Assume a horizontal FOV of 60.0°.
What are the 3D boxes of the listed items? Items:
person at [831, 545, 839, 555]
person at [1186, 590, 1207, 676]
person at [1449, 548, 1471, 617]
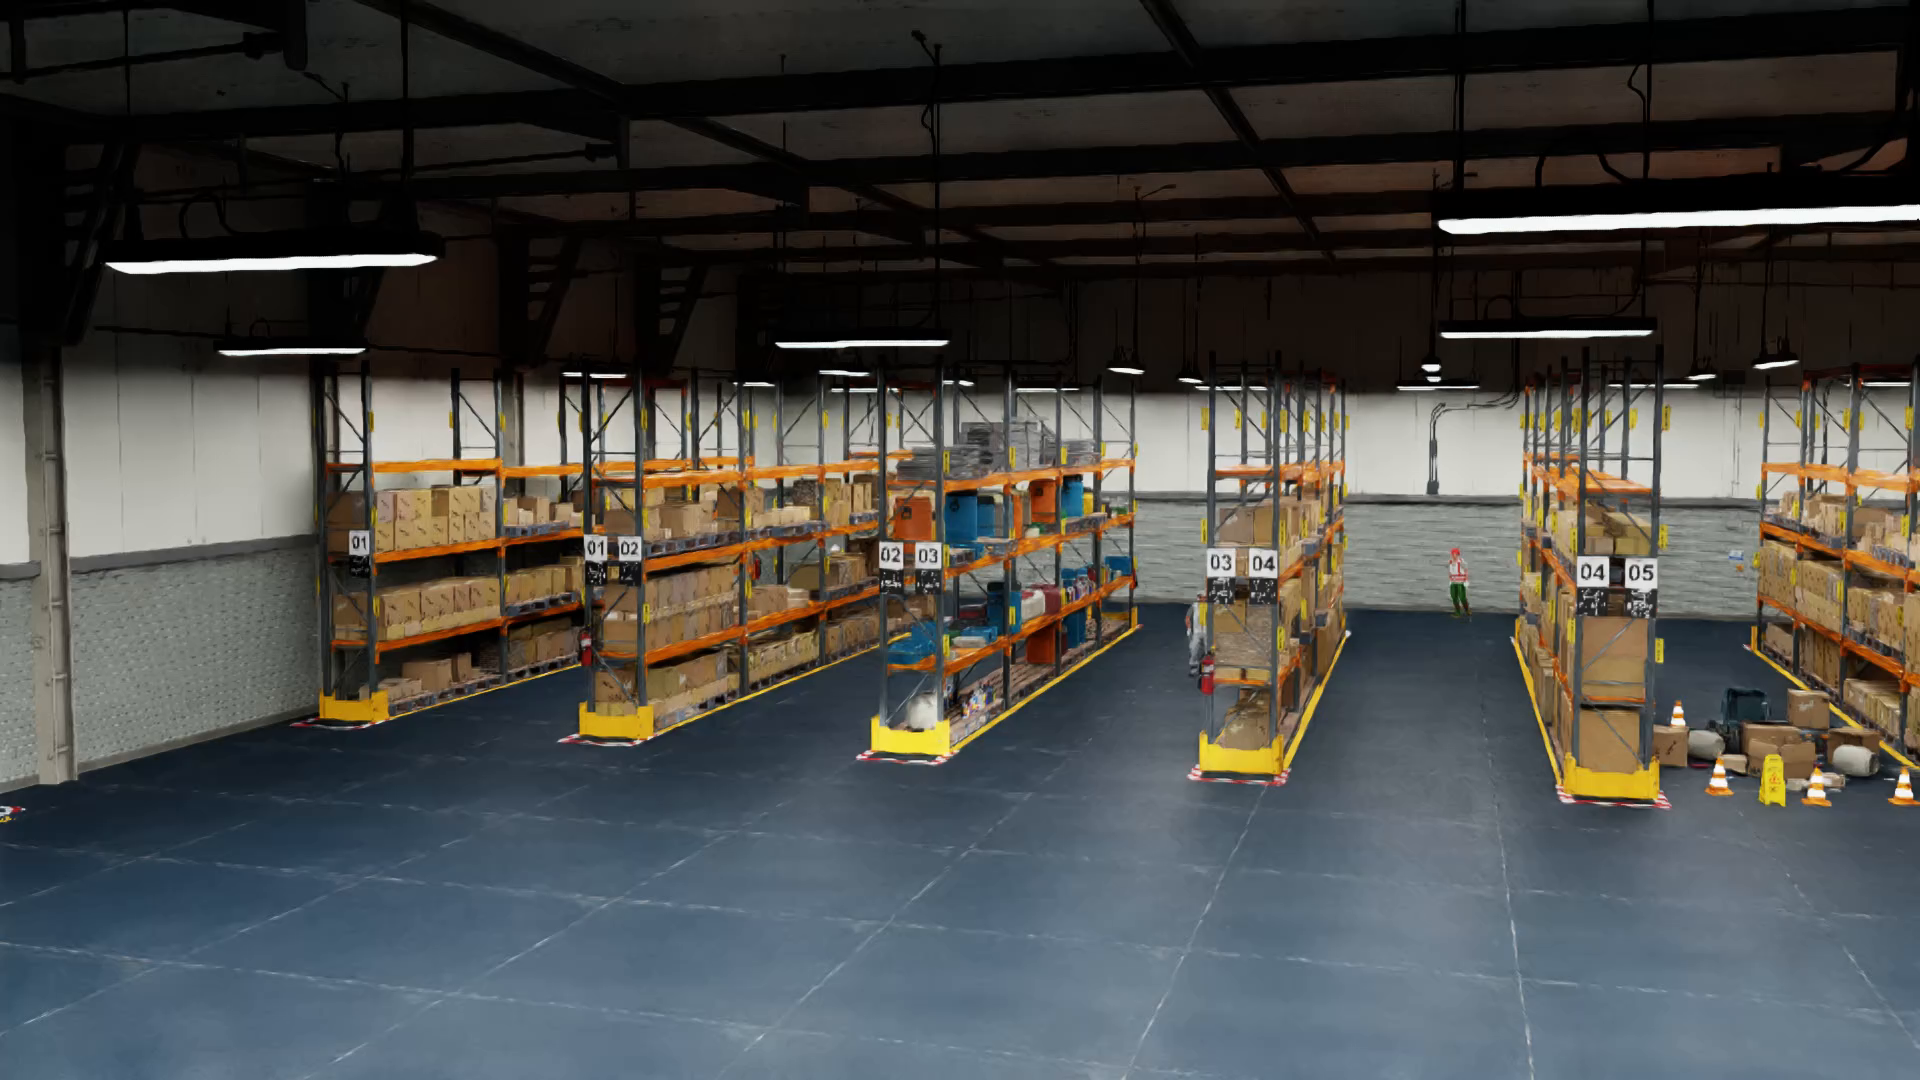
[{"bbox_3d":[-3.326,0.973,44.402,0.543,1.698,1.115,1,4,18],"label":"person"},{"bbox_3d":[4.734,1.823,32.461,0.677,1.741,0.552,1,4,15],"label":"person"},{"bbox_3d":[12.762,1.085,42.471,0.577,1.779,0.589,-3,5,-38],"label":"person"}]
